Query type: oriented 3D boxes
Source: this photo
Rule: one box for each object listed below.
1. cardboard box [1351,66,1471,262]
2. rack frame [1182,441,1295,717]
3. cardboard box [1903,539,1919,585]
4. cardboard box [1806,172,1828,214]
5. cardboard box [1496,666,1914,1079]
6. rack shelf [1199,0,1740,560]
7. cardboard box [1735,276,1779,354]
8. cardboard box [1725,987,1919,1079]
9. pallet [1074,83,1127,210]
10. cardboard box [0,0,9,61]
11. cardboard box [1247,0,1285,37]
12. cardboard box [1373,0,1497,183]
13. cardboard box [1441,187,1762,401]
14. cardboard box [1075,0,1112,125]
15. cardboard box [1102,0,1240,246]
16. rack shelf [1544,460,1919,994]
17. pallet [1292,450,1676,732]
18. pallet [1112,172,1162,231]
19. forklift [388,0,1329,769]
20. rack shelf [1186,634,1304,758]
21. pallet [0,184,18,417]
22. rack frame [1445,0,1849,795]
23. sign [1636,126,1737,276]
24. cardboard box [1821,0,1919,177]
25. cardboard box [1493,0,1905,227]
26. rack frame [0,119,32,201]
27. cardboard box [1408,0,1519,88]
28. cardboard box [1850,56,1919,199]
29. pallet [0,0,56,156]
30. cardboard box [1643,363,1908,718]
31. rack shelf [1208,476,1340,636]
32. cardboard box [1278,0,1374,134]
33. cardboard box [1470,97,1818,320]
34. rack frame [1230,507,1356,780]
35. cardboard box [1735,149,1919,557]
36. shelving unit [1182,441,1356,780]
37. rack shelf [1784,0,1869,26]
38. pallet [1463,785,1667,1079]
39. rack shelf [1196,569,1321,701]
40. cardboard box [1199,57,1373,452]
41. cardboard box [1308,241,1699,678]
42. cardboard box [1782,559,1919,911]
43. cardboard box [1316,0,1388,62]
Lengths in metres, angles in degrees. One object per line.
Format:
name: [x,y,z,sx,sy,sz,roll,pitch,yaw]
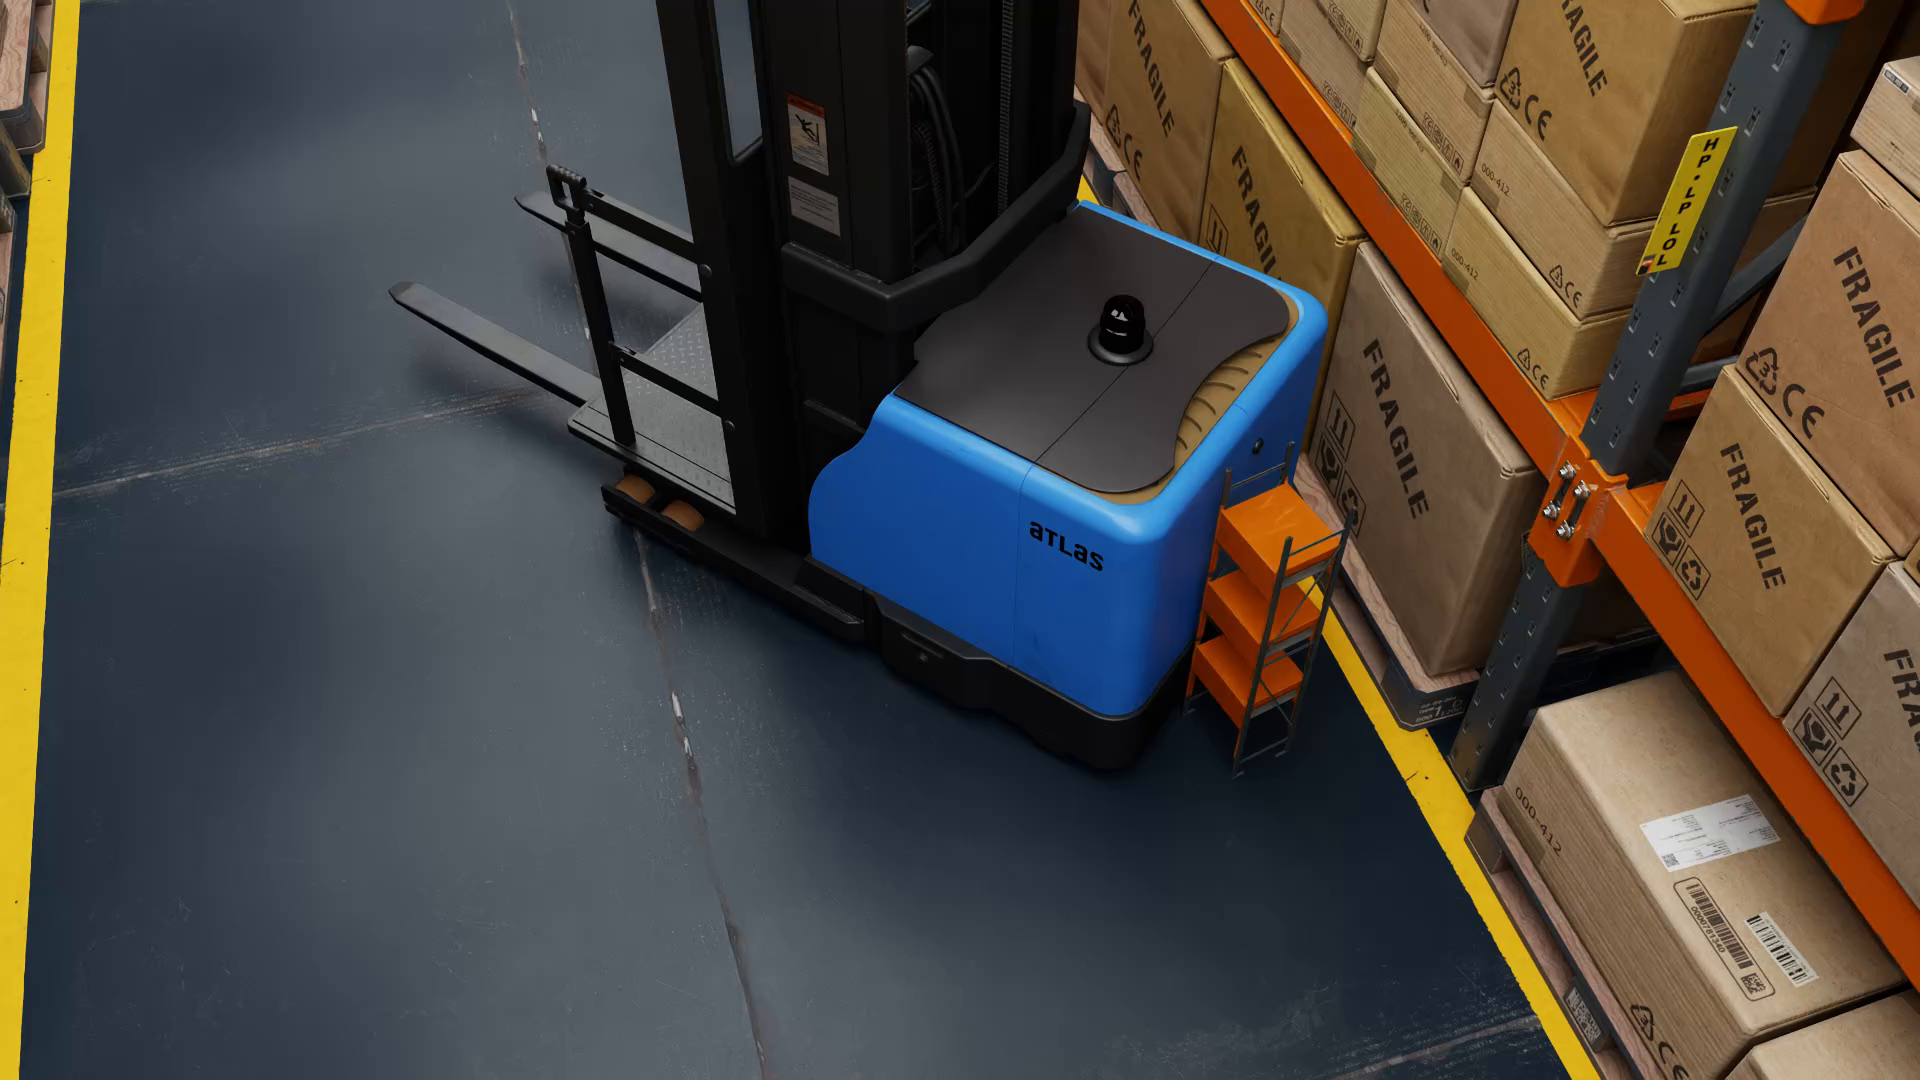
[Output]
cardboard box: [1.352,-1.007,4.235,0.500,0.250,0.500,-14,51,-11]
rack frame: [0.731,0.135,4.449,0.200,1.050,0.008,-23,54,-18]
cardboard box: [1.928,0.006,2.563,0.500,0.500,0.500,-14,51,-11]
cardboard box: [2.015,-0.910,3.826,0.500,0.250,0.500,-15,51,-12]
cardboard box: [1.958,0.761,4.047,0.875,0.438,0.875,-14,51,-12]
rack shelf: [1.284,-1.641,5.142,1.077,0.370,4.000,-13,51,-11]
cardboard box: [1.997,-0.745,4.014,0.500,0.250,0.500,-14,51,-12]
cardboard box: [2.224,1.415,3.496,0.875,0.438,0.875,-15,51,-12]
pallet: [0.853,-1.842,6.665,1.003,0.211,1.213,-13,51,-11]
cardboard box: [-4.220,-2.037,6.284,0.875,0.625,0.625,-12,51,-10]
cardboard box: [1.064,-1.756,4.866,0.500,0.250,0.500,-13,51,-11]
cardboard box: [1.358,-1.155,4.033,0.500,0.250,0.500,-12,51,-10]
cardboard box: [1.502,-0.634,3.921,0.500,0.250,0.500,-14,51,-12]
cardboard box: [0.817,-2.261,6.309,0.875,0.875,0.875,-14,51,-11]
cardboard box: [1.077,-1.608,5.759,0.875,0.875,0.875,-13,51,-11]
rack shelf: [2.467,1.281,2.679,1.077,0.370,4.000,-13,51,-11]
pallet: [1.575,-0.060,5.162,1.003,0.211,1.213,-13,51,-11]
pallet: [1.211,-0.952,5.915,1.003,0.211,1.213,-13,51,-11]
forklift: [-0.515,-1.213,4.355,3.031,2.935,1.130,27,55,21]
rack shelf: [0.790,0.403,4.601,0.215,0.259,0.240,-23,54,-18]
pallet: [-3.864,-0.756,5.749,1.003,0.211,1.213,-13,51,-11]
rack frame: [1.875,-0.412,3.635,1.000,3.000,0.127,-13,51,-11]
sign: [1.360,-0.630,3.114,0.100,0.325,0.005,-13,51,-11]
cardboard box: [2.020,-1.153,3.541,0.500,0.500,0.500,-13,51,-11]
cardboard box: [1.503,-1.036,3.442,0.500,0.500,0.500,-12,51,-10]
rack frame: [-4.048,-2.208,5.150,1.000,3.000,0.127,-13,51,-11]
cardboard box: [1.343,-1.412,3.759,0.500,0.500,0.500,-12,51,-10]
cardboard box: [1.721,-0.686,2.723,0.380,0.149,0.250,-14,51,-12]
pallet: [-4.254,-1.920,6.730,1.003,0.211,1.213,-13,51,-11]
cardboard box: [1.764,-0.042,3.258,0.500,0.500,0.500,-12,51,-10]
rack shelf: [0.790,0.041,4.172,0.215,0.259,0.240,-23,54,-18]
cardboard box: [1.221,-1.379,4.549,0.500,0.250,0.500,-15,51,-12]
cardboard box: [1.513,-0.792,3.727,0.500,0.250,0.500,-13,51,-11]
rack frame: [0.849,0.298,4.312,0.200,1.050,0.008,-23,54,-18]
cardboard box: [1.785,-0.364,2.876,0.500,0.500,0.500,-13,51,-11]
shelving unit: [0.790,0.217,4.381,0.215,1.050,0.252,-23,54,-18]
rack shelf: [2.467,0.314,1.532,1.077,0.370,4.000,-13,51,-11]
pallet: [2.025,1.060,4.218,1.003,0.211,1.213,-13,51,-11]
rack shelf: [0.790,0.224,4.389,0.215,0.259,0.240,-23,54,-18]
cardboard box: [1.341,-0.955,5.208,0.875,0.875,0.875,-12,51,-10]
cardboard box: [1.615,-0.297,4.654,0.875,0.875,0.875,-12,51,-10]
cardboard box: [1.909,0.326,2.948,0.500,0.500,0.500,-13,51,-11]
cardboard box: [1.199,-1.532,4.351,0.500,0.250,0.500,-12,51,-10]
